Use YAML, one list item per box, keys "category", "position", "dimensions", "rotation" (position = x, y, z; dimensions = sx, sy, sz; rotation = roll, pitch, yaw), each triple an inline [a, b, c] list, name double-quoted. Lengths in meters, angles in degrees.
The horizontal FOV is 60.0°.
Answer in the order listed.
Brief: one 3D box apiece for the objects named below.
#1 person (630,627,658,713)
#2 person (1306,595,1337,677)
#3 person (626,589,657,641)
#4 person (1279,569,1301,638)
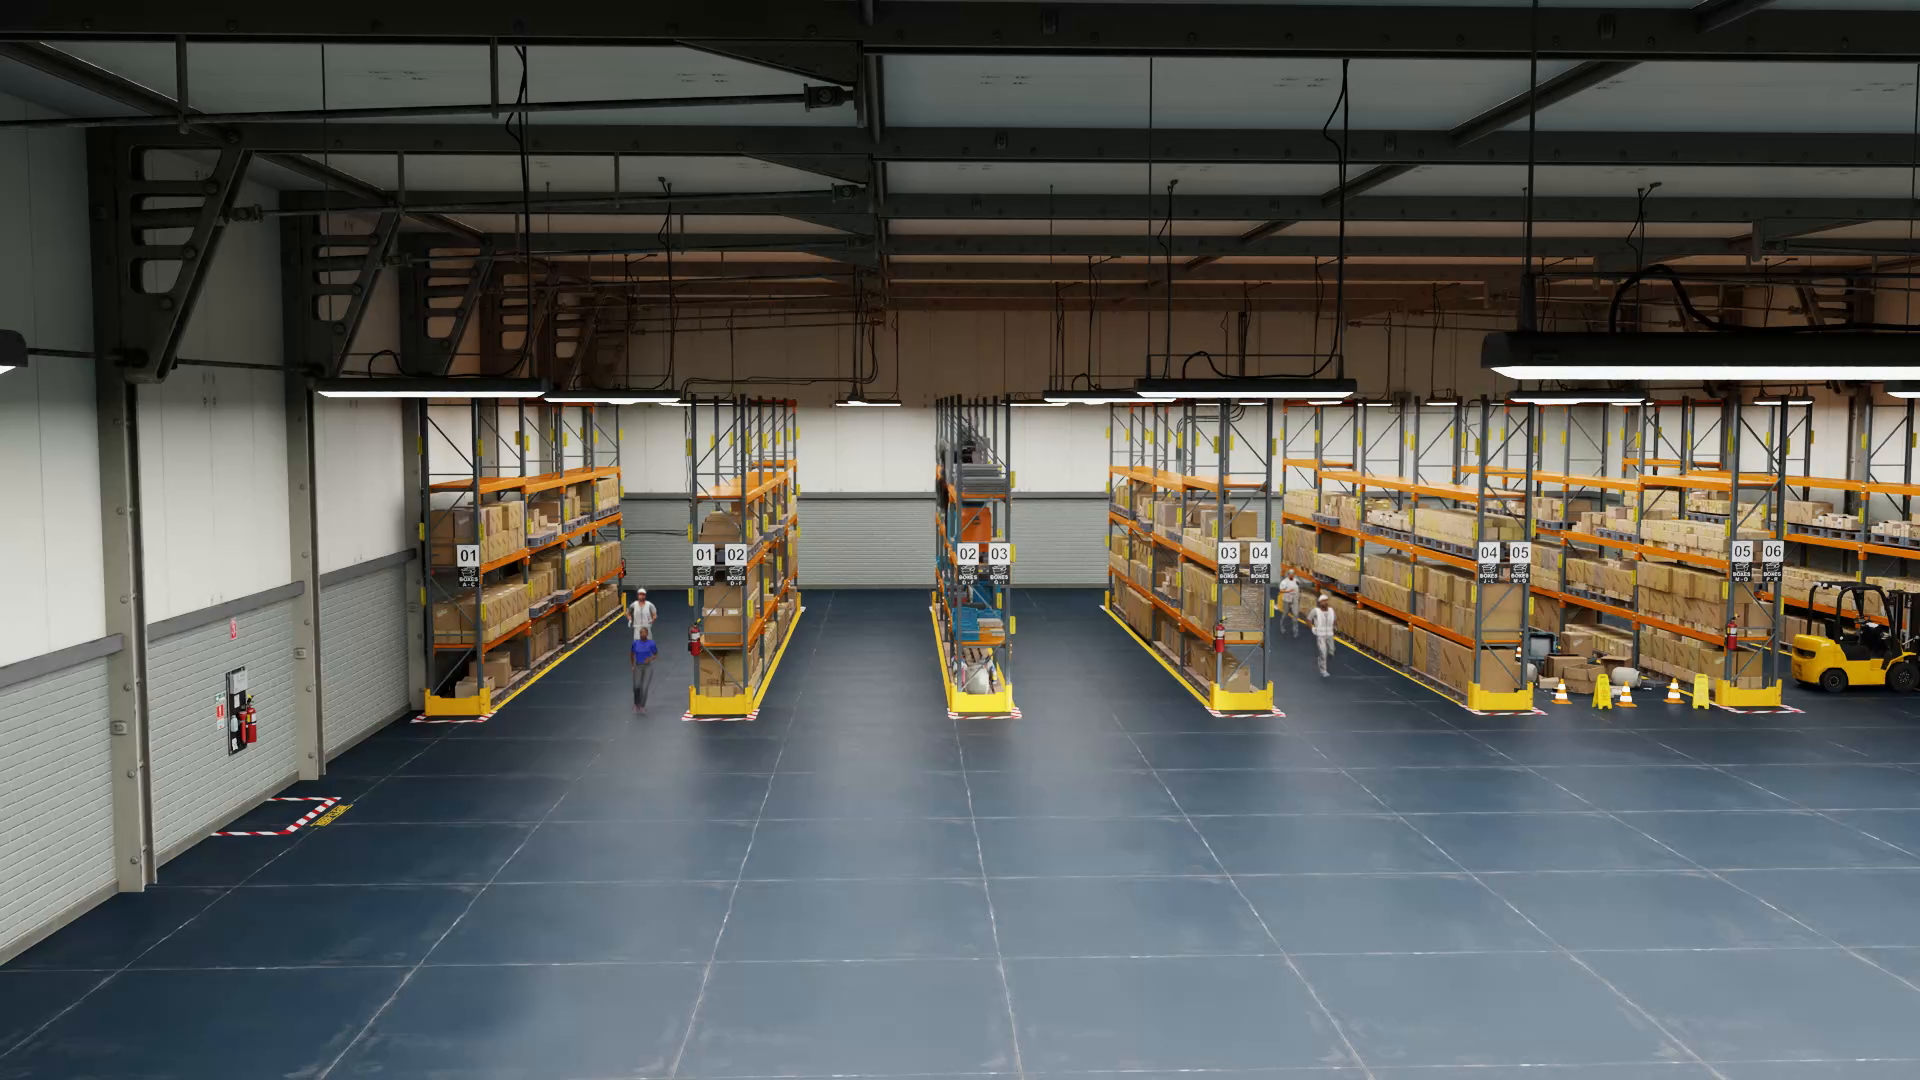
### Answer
- category: "person"
  position: [-5.978, 2.463, 31.349]
  dimensions: [0.558, 1.645, 0.528]
  rotation: [0, 4, -1]
- category: "person"
  position: [7.789, 2.045, 35.712]
  dimensions: [0.689, 1.740, 0.747]
  rotation: [-1, 5, -12]
- category: "person"
  position: [-7.048, 1.953, 36.831]
  dimensions: [0.663, 1.748, 0.780]
  rotation: [-1, 5, -11]
- category: "person"
  position: [8.331, 1.573, 42.002]
  dimensions: [0.624, 1.695, 0.874]
  rotation: [-1, 5, -8]
